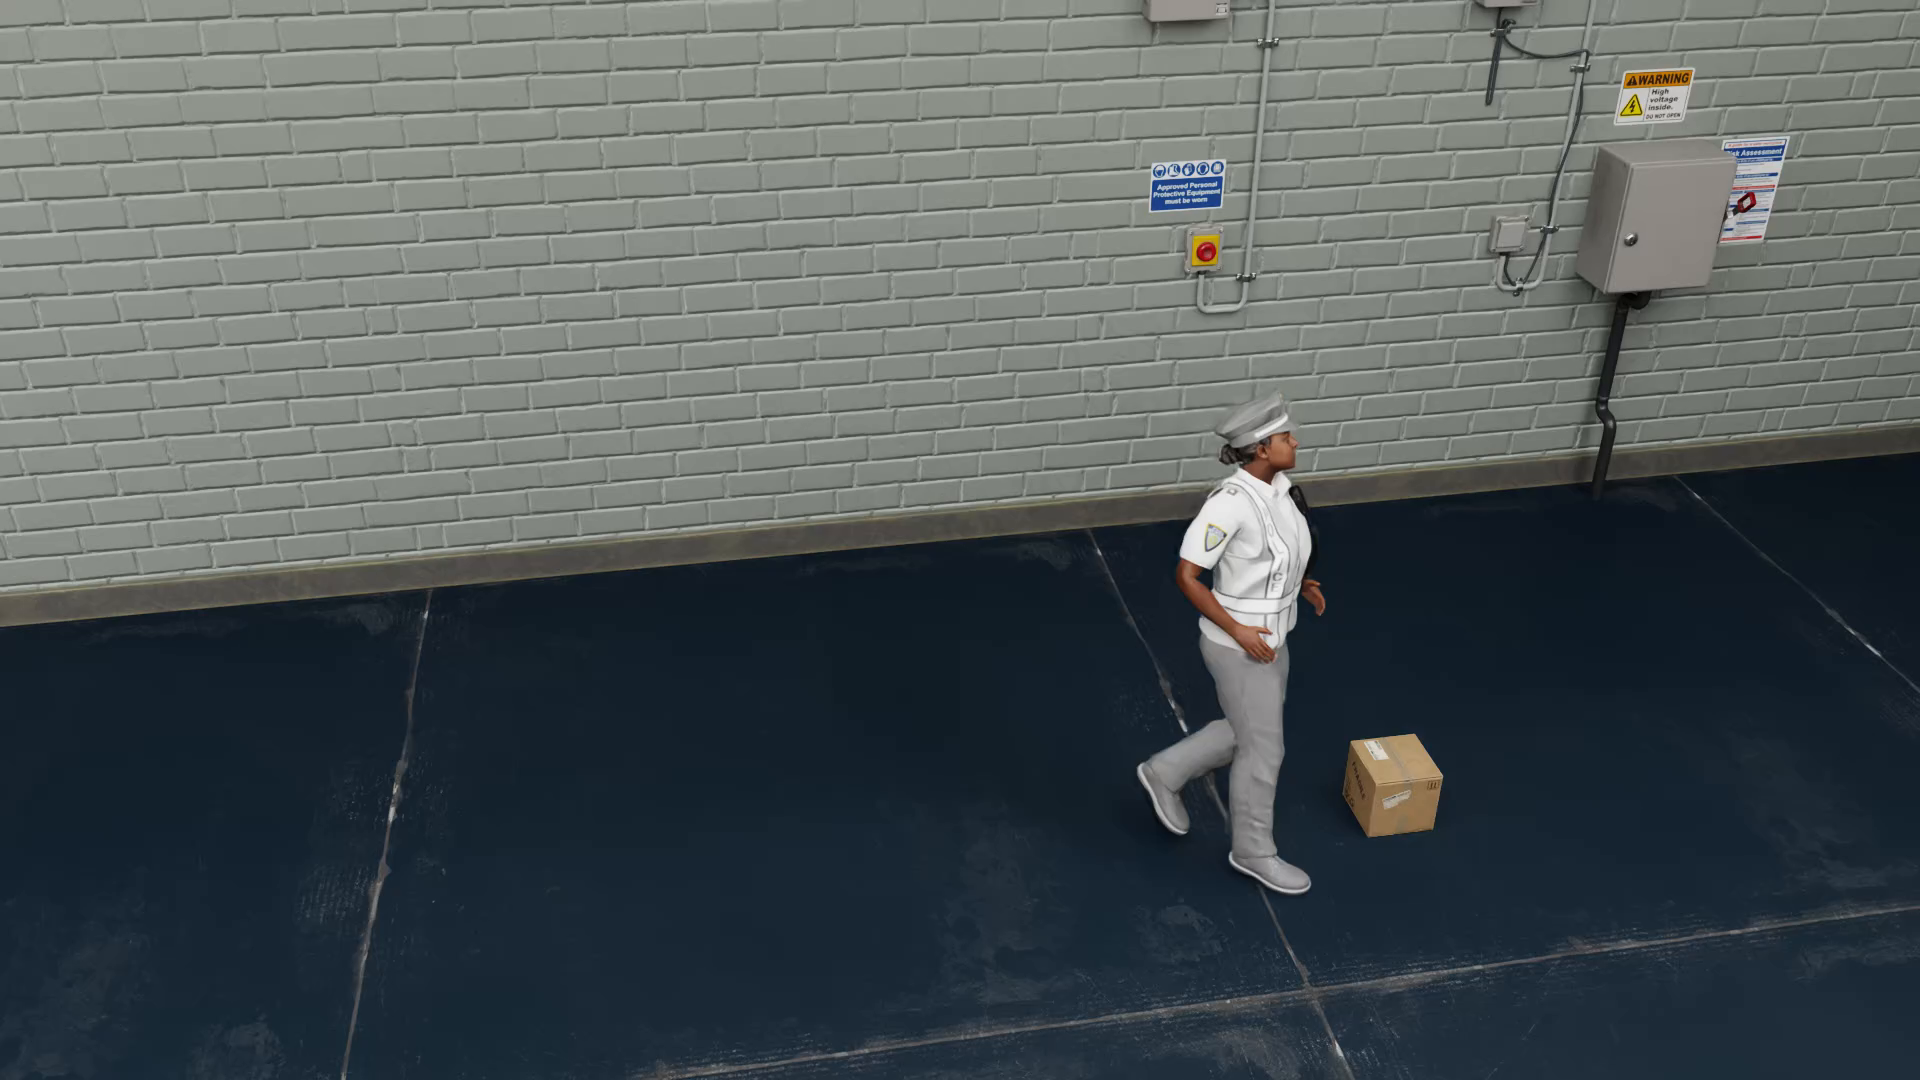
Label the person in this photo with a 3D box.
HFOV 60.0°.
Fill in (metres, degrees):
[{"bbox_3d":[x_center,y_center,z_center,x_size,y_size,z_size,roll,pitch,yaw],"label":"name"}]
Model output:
[{"bbox_3d":[1.007,0.312,5.610,0.672,1.671,0.606,14,34,22],"label":"person"}]
